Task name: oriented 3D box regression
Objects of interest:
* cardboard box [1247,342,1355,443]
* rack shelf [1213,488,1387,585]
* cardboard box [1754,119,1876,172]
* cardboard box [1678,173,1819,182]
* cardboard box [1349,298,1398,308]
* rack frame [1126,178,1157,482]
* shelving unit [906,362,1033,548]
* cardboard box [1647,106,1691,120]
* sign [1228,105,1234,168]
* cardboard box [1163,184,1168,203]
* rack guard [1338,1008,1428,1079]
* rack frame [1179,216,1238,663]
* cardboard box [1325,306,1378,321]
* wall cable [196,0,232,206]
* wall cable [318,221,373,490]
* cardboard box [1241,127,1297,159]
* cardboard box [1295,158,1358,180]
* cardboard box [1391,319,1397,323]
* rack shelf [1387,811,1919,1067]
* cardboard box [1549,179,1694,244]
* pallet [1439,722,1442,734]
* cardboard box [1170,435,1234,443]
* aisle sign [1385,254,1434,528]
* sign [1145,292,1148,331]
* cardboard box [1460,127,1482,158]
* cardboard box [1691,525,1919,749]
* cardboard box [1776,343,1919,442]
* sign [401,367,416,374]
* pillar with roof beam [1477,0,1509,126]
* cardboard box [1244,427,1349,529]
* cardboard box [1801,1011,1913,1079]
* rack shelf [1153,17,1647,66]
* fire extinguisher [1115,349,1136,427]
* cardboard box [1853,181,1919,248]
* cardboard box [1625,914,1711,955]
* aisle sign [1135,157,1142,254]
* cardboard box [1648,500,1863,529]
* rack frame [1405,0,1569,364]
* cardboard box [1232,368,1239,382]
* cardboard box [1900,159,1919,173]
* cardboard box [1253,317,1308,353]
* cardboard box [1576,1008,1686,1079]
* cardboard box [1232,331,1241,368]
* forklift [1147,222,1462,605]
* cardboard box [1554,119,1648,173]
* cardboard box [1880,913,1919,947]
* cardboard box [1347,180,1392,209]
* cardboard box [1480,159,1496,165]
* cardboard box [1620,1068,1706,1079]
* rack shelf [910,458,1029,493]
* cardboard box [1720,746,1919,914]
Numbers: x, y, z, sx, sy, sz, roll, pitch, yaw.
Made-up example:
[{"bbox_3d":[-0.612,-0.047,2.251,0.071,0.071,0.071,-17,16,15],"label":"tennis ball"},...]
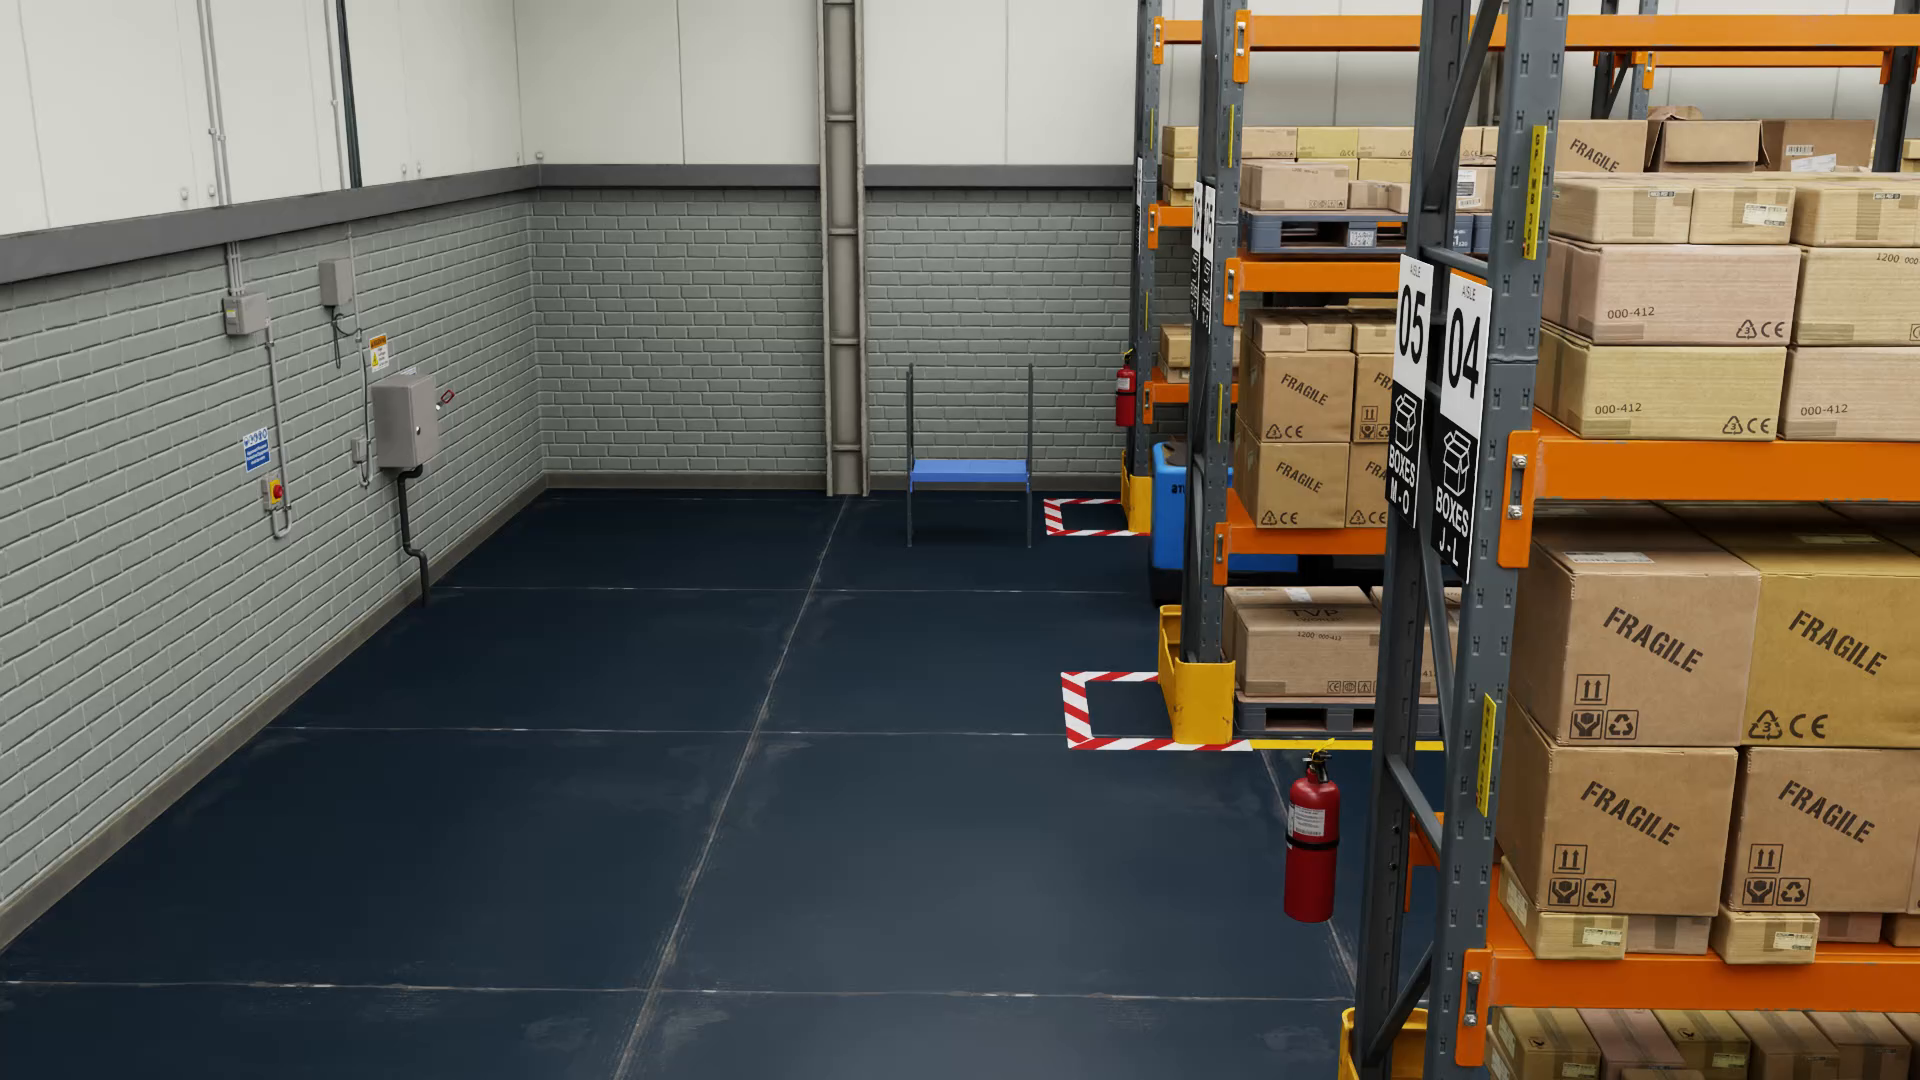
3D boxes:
[{"bbox_3d":[1.945,-0.852,9.532,0.500,0.500,0.500,0,15,0],"label":"cardboard box"},{"bbox_3d":[3.472,-0.035,10.002,4.000,0.370,1.077,0,15,1],"label":"rack shelf"},{"bbox_3d":[4.889,-2.177,9.617,0.500,0.500,0.500,1,15,2],"label":"cardboard box"},{"bbox_3d":[2.288,-0.990,4.864,0.250,0.149,0.380,0,15,0],"label":"cardboard box"},{"bbox_3d":[3.542,-2.014,14.335,0.500,0.500,0.500,1,15,3],"label":"cardboard box"},{"bbox_3d":[1.596,-1.662,14.758,0.127,3.000,1.000,0,15,1],"label":"rack frame"},{"bbox_3d":[0.085,-0.725,14.147,1.048,1.500,0.538,0,15,1],"label":"shelving unit"},{"bbox_3d":[5.887,-3.469,13.807,0.258,0.266,0.396,0,15,1],"label":"cardboard box"},{"bbox_3d":[1.453,-2.166,8.919,0.005,0.325,0.100,0,15,1],"label":"sign"},{"bbox_3d":[1.922,-3.047,14.623,0.250,0.149,0.380,1,15,3],"label":"cardboard box"},{"bbox_3d":[1.523,2.076,5.490,0.348,0.500,1.175,0,15,1],"label":"rack guard"},{"bbox_3d":[1.473,-0.396,9.960,0.127,3.000,1.000,0,15,1],"label":"rack frame"},{"bbox_3d":[2.351,-1.314,10.014,0.250,0.149,0.380,0,15,1],"label":"cardboard box"},{"bbox_3d":[-4.221,-3.262,9.063,0.029,3.000,0.463,0,15,1],"label":"wall cable"},{"bbox_3d":[-4.140,-1.280,11.318,0.122,1.984,0.588,0,15,1],"label":"wall cable"},{"bbox_3d":[2.541,-3.350,14.008,0.500,0.250,0.500,0,15,1],"label":"cardboard box"},{"bbox_3d":[3.052,-3.106,14.064,0.500,0.250,0.500,0,15,0],"label":"cardboard box"},{"bbox_3d":[2.605,-1.157,9.417,0.250,0.149,0.380,0,15,0],"label":"cardboard box"},{"bbox_3d":[3.447,1.228,5.215,4.000,0.370,1.077,0,15,1],"label":"rack shelf"},{"bbox_3d":[1.765,-0.885,4.466,0.250,0.149,0.380,0,15,1],"label":"cardboard box"},{"bbox_3d":[3.491,0.947,10.339,1.213,0.211,1.003,0,15,1],"label":"pallet"},{"bbox_3d":[2.205,-0.629,14.916,0.637,0.503,0.797,0,15,-1],"label":"cardboard box"},{"bbox_3d":[1.382,-0.467,5.133,0.004,0.787,0.394,0,15,1],"label":"aisle sign"},{"bbox_3d":[1.582,-1.942,14.123,0.005,0.325,0.100,0,15,1],"label":"sign"},{"bbox_3d":[4.070,-3.347,13.998,0.500,0.250,0.500,1,15,2],"label":"cardboard box"},{"bbox_3d":[2.394,0.264,4.721,0.500,0.500,0.500,1,15,3],"label":"cardboard box"},{"bbox_3d":[2.416,-0.438,4.534,0.500,0.250,0.500,1,15,3],"label":"cardboard box"},{"bbox_3d":[-4.160,-1.043,12.598,0.001,0.494,0.329,0,15,1],"label":"sign"},{"bbox_3d":[4.812,-3.673,10.621,0.400,9.000,9.100,0,15,1],"label":"pillar with roof beam"},{"bbox_3d":[1.945,-0.368,9.658,0.500,0.500,0.500,0,15,1],"label":"cardboard box"},{"bbox_3d":[3.022,1.685,5.673,0.250,0.149,0.380,1,15,4],"label":"cardboard box"},{"bbox_3d":[3.595,-4.200,14.035,4.000,0.370,1.077,0,15,1],"label":"rack shelf"},{"bbox_3d":[1.437,-1.327,14.372,0.183,0.674,0.296,0,15,1],"label":"fire extinguisher"},{"bbox_3d":[2.532,-0.857,4.359,0.250,0.149,0.380,1,15,2],"label":"cardboard box"},{"bbox_3d":[2.018,1.066,4.914,0.250,0.149,0.380,1,15,3],"label":"cardboard box"},{"bbox_3d":[1.520,-2.844,14.144,0.004,0.787,0.394,0,15,1],"label":"aisle sign"},{"bbox_3d":[2.418,0.135,5.211,0.500,0.500,0.500,0,15,0],"label":"cardboard box"},{"bbox_3d":[1.447,-2.033,4.407,0.127,3.000,1.000,0,15,1],"label":"rack frame"},{"bbox_3d":[2.436,-1.485,14.582,0.250,0.149,0.380,0,15,1],"label":"cardboard box"},{"bbox_3d":[7.947,-3.136,13.979,0.250,0.149,0.380,1,15,3],"label":"cardboard box"},{"bbox_3d":[1.821,-1.168,9.461,0.250,0.149,0.380,1,15,3],"label":"cardboard box"},{"bbox_3d":[2.233,1.710,5.577,0.250,0.149,0.380,1,15,3],"label":"cardboard box"},{"bbox_3d":[2.547,-1.658,14.455,0.500,0.250,0.500,1,15,2],"label":"cardboard box"},{"bbox_3d":[2.973,-1.003,12.397,3.031,2.935,1.130,1,15,4],"label":"forklift"},{"bbox_3d":[3.484,-2.094,9.303,0.500,0.500,0.500,1,15,2],"label":"cardboard box"},{"bbox_3d":[2.819,1.056,4.951,0.250,0.149,0.380,0,15,1],"label":"cardboard box"},{"bbox_3d":[2.346,-2.014,9.686,0.250,0.149,0.380,-1,15,-3],"label":"cardboard box"},{"bbox_3d":[4.586,-3.097,14.030,0.500,0.250,0.500,0,15,0],"label":"cardboard box"},{"bbox_3d":[2.241,1.816,5.175,0.250,0.149,0.380,1,15,2],"label":"cardboard box"},{"bbox_3d":[0.085,-0.551,14.192,1.000,0.185,0.538,0,15,1],"label":"rack shelf"},{"bbox_3d":[2.425,0.745,4.855,0.500,0.500,0.500,0,15,2],"label":"cardboard box"}]
